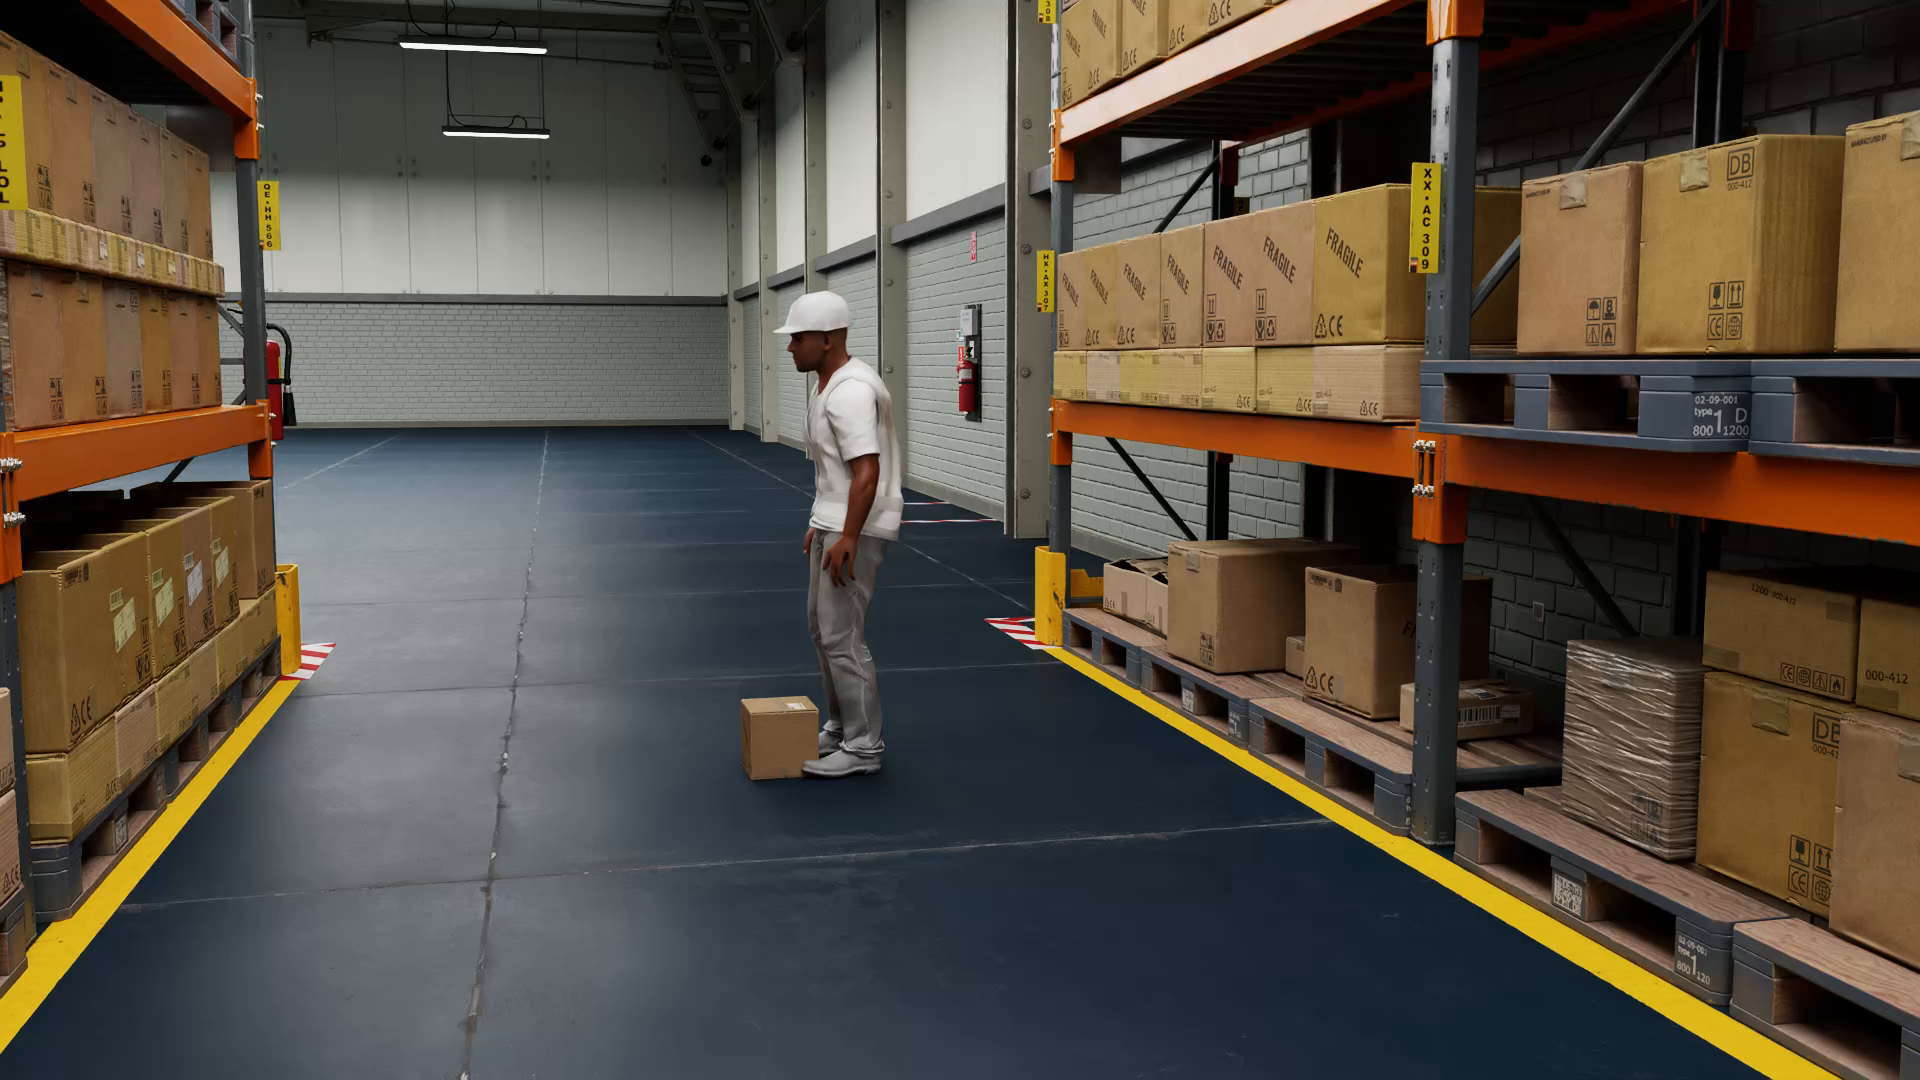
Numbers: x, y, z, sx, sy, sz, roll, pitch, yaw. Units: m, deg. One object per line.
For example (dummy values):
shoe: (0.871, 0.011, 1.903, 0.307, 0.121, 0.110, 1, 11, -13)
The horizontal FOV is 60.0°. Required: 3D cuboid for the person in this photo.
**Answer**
person: (-0.452, -0.028, 6.130, 0.456, 1.761, 0.626, -1, 6, -14)
